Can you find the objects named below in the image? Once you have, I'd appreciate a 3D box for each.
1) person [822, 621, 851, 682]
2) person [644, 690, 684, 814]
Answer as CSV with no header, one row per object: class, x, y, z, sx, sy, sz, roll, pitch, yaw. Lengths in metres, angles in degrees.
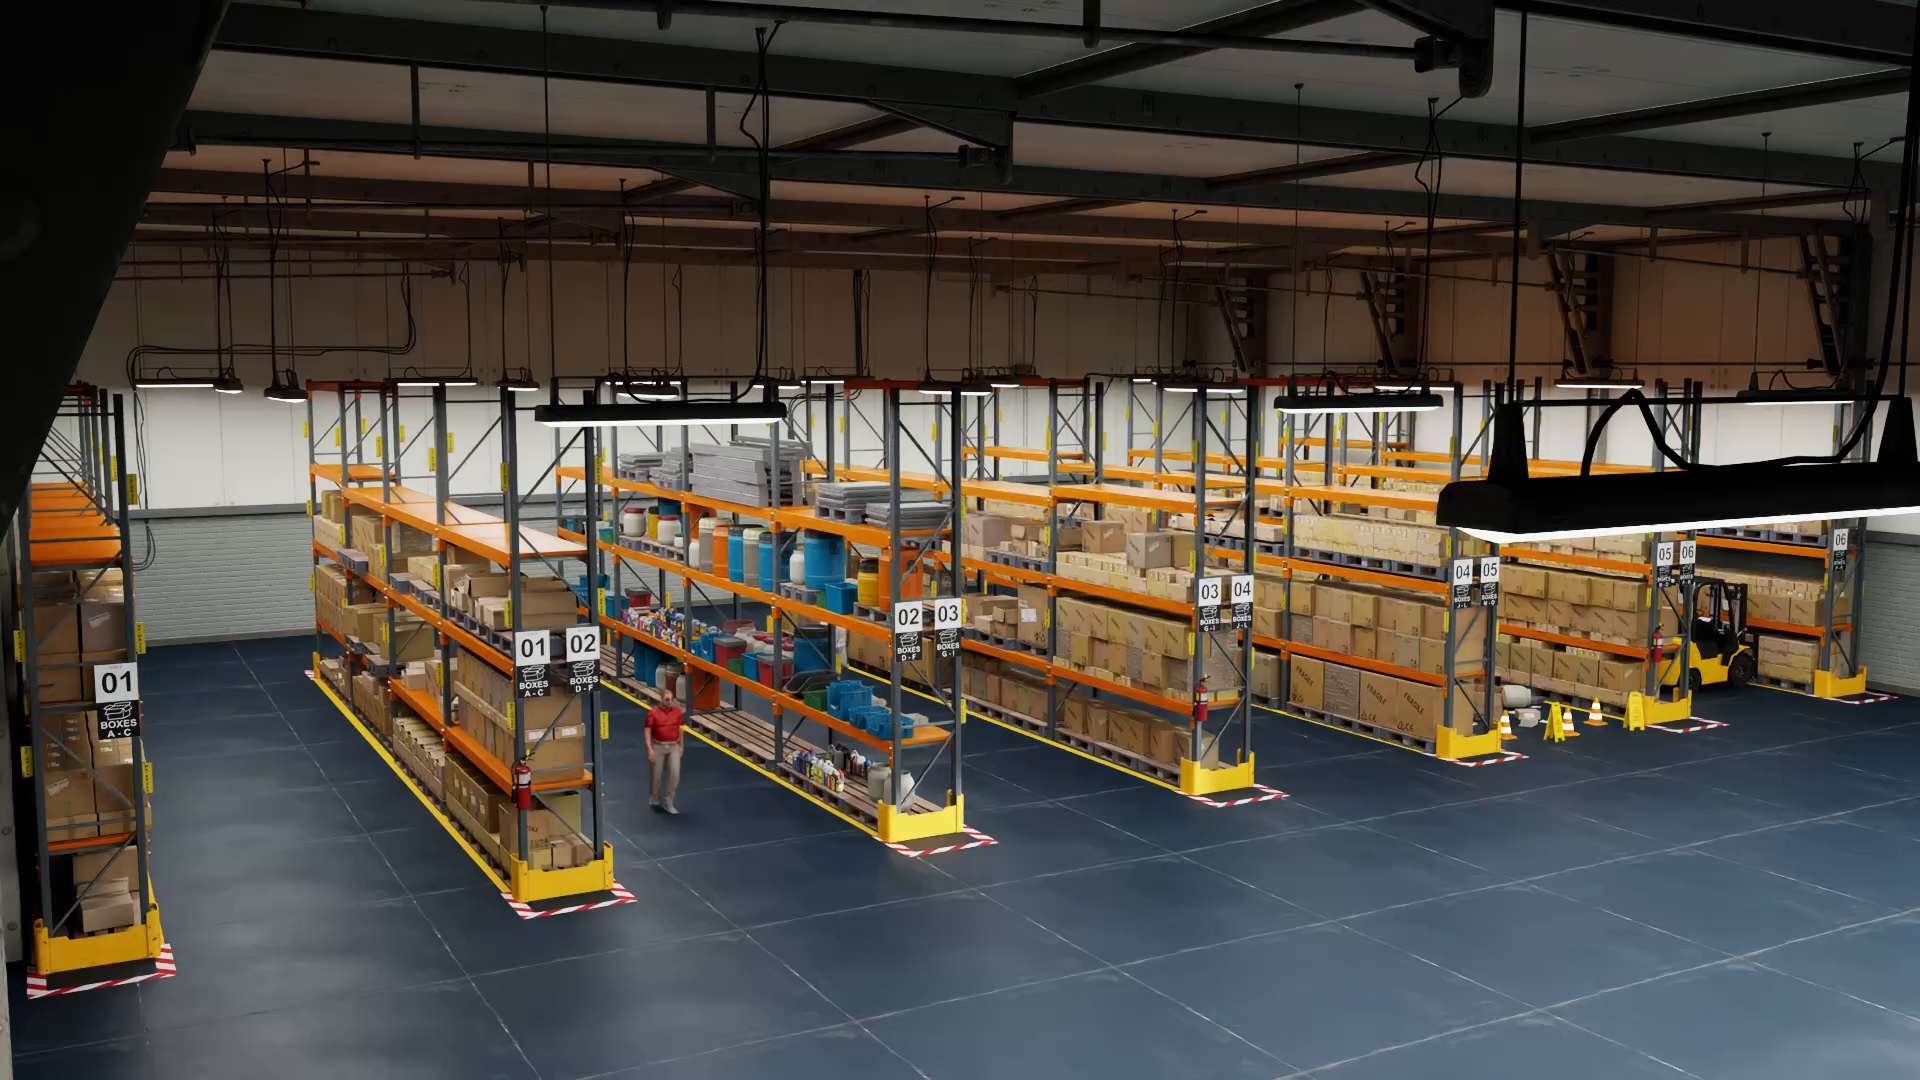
person,-2.429,2.043,32.520,0.706,1.674,0.700,-2,6,-19
person,-4.187,3.002,23.634,0.616,1.757,0.682,-4,7,-32
